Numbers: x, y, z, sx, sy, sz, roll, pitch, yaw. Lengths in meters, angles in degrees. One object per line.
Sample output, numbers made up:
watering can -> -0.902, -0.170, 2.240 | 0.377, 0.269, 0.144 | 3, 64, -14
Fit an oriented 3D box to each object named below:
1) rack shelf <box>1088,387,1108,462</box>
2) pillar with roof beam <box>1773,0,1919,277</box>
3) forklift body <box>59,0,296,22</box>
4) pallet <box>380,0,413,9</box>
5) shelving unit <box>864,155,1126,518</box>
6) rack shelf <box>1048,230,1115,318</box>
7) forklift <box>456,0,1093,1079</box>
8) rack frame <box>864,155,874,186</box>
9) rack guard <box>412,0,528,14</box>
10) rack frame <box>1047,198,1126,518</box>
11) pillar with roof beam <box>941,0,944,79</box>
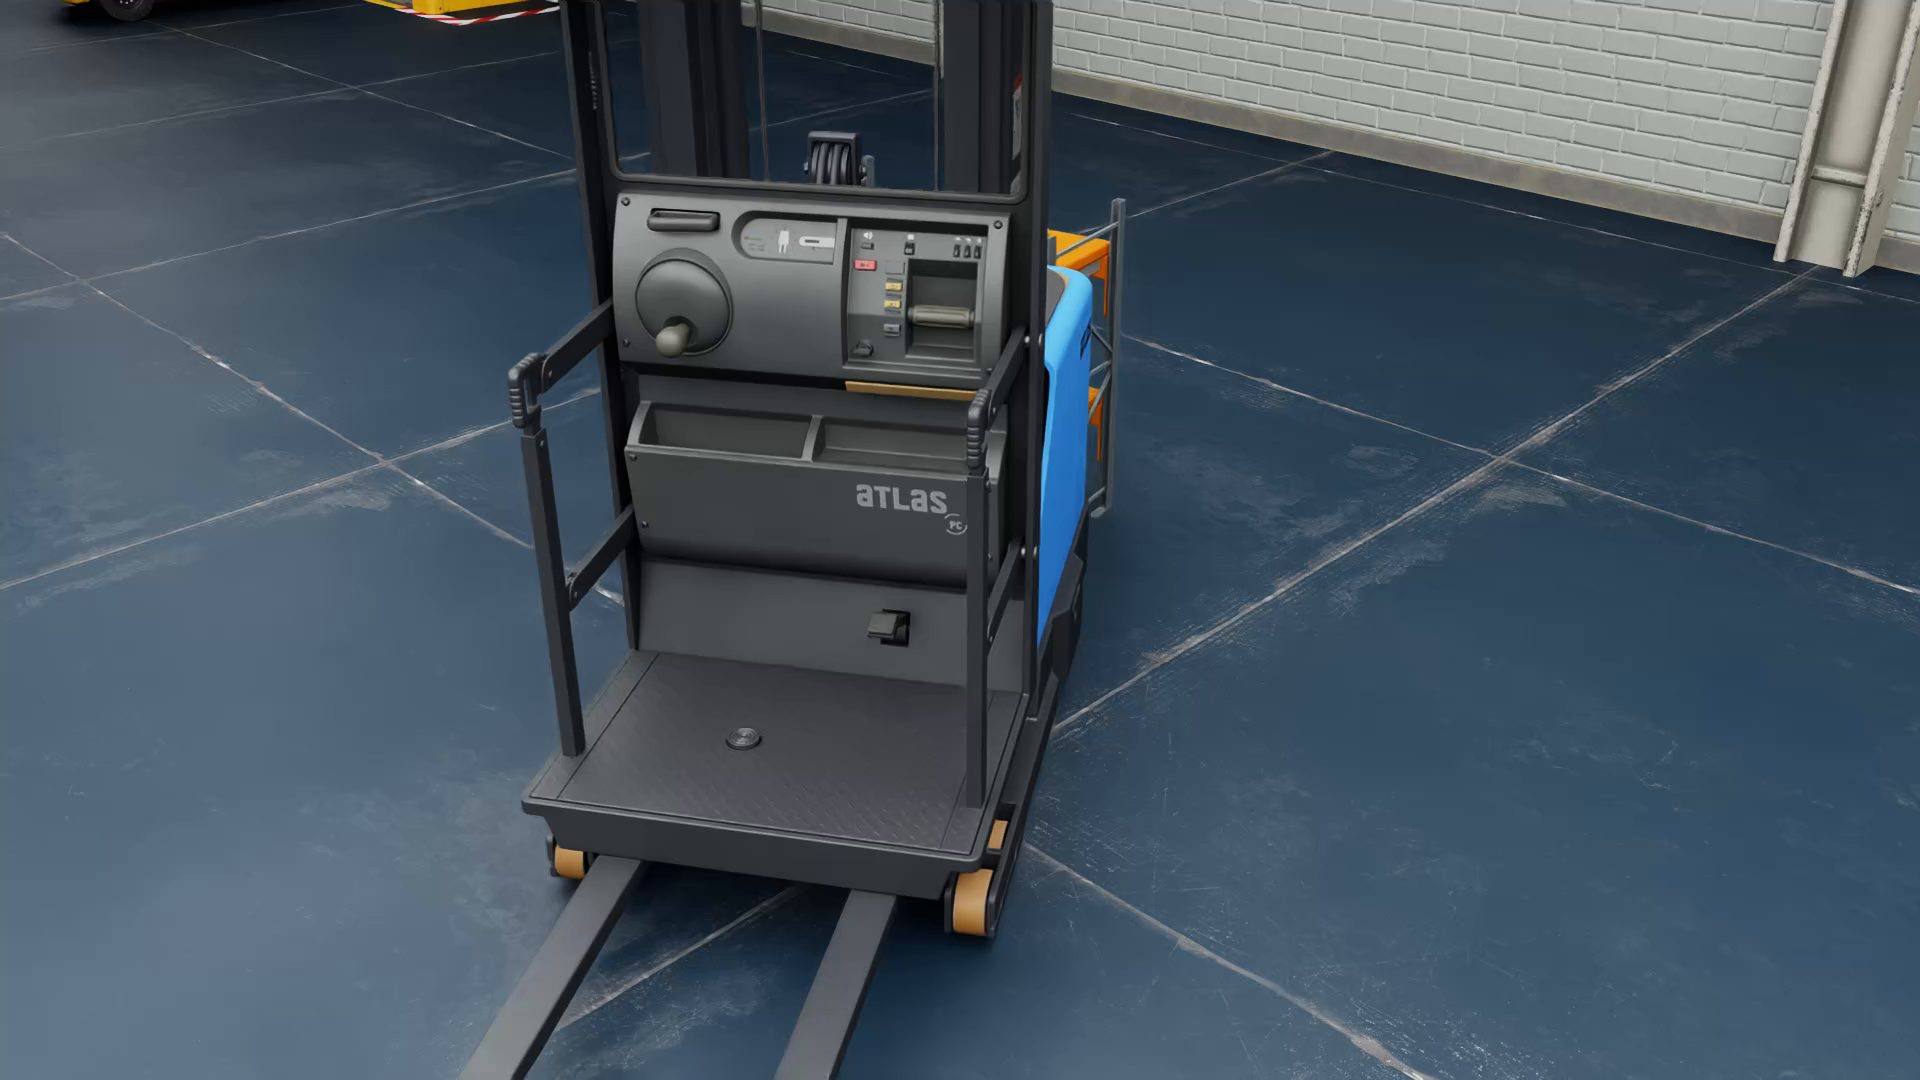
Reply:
rack shelf -> -0.030, -0.438, 5.899 | 1.000, 0.278, 0.538 | 17, 32, 29
pillar with roof beam -> 1.365, -3.967, 3.624 | 0.400, 9.000, 9.100 | 25, 36, 38
forklift body -> -6.940, -5.767, 14.406 | 1.214, 2.155, 2.313 | 25, 36, 38
pallet -> -4.884, -5.131, 15.280 | 1.213, 0.211, 1.003 | 25, 36, 38
shelving unit -> -0.030, -0.654, 5.785 | 1.048, 1.125, 0.538 | 17, 32, 29
rack shelf -> -0.030, -0.913, 5.649 | 1.000, 0.278, 0.538 | 17, 32, 29
forklift -> -0.393, -0.545, 3.637 | 1.130, 2.935, 3.031 | 6, 28, 10
rack frame -> -0.457, -0.782, 6.029 | 0.032, 1.125, 0.500 | 17, 32, 29
rack guard -> -4.292, -5.015, 14.750 | 0.348, 0.500, 1.175 | 25, 36, 38
rack frame -> 0.397, -0.526, 5.541 | 0.032, 1.125, 0.500 | 17, 32, 29
pillar with roof beam -> -2.913, -5.924, 7.348 | 0.400, 9.000, 9.100 | 25, 36, 38
